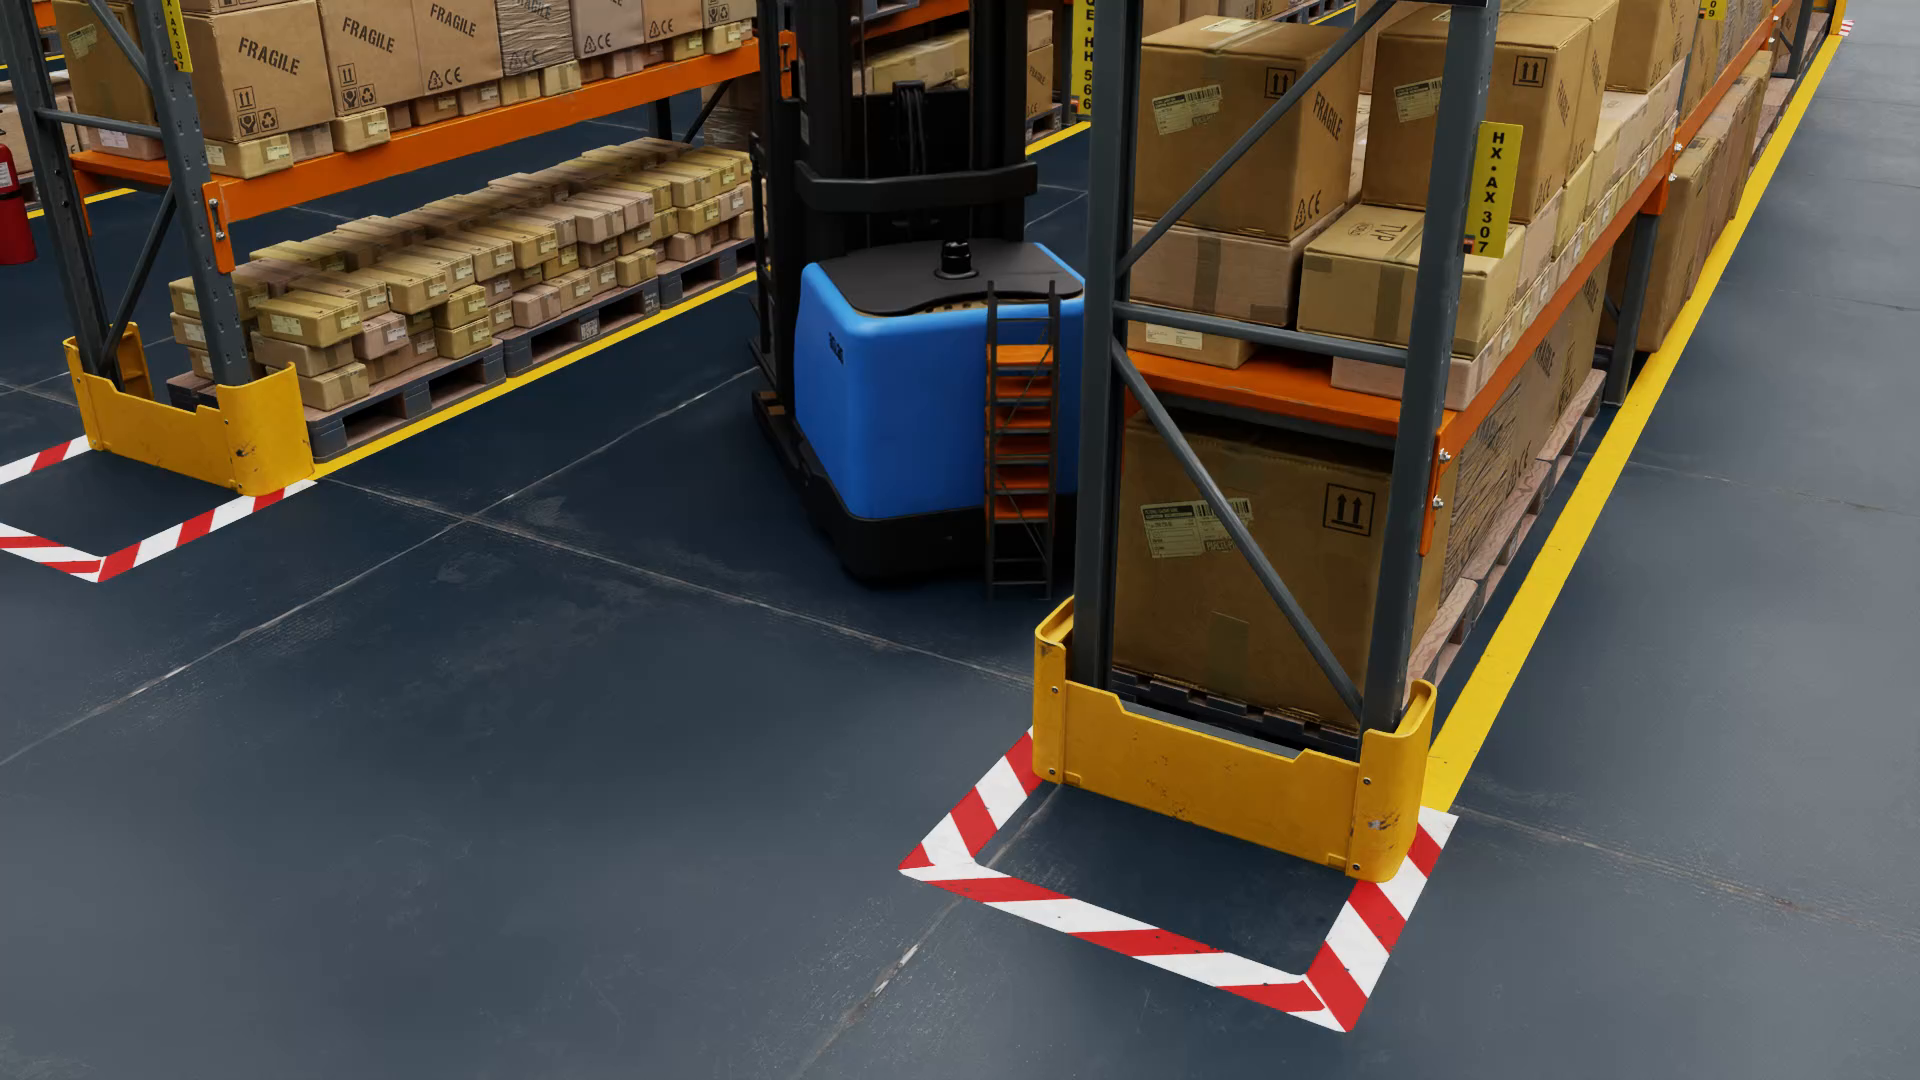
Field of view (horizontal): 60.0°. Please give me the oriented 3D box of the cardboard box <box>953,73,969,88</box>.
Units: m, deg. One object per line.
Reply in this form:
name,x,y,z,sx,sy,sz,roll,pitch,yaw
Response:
cardboard box,-0.123,-3.143,12.001,0.500,0.500,0.500,13,29,24

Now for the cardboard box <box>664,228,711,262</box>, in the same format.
cardboard box,-1.661,-1.724,9.560,0.380,0.149,0.250,13,29,24

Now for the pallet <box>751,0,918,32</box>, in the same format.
pallet,-0.987,-3.419,10.444,1.003,0.211,1.213,14,30,26

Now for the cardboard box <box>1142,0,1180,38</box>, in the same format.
cardboard box,1.283,-4.539,14.511,1.050,0.750,0.750,15,30,27

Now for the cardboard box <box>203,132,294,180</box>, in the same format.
cardboard box,-3.013,-1.622,6.920,0.380,0.149,0.250,14,30,26

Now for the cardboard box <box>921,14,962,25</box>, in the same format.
cardboard box,-0.322,-3.791,12.457,0.500,0.250,0.500,14,30,25

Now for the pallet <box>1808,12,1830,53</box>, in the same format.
pallet,8.214,-5.199,16.900,1.003,0.211,1.213,14,30,26

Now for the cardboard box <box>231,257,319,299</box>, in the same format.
cardboard box,-3.244,-1.207,7.861,0.380,0.149,0.250,15,30,27

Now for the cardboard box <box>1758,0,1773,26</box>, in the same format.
cardboard box,4.719,-3.465,10.208,0.500,0.500,0.500,15,30,28

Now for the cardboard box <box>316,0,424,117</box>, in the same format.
cardboard box,-2.755,-2.187,7.323,0.500,0.500,0.500,14,30,26

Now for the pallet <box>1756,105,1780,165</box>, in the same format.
pallet,5.733,-3.198,12.902,1.003,0.211,1.213,14,30,26

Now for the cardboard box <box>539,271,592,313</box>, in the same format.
cardboard box,-2.172,-1.333,8.778,0.380,0.149,0.250,14,30,26

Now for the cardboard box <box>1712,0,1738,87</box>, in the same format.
cardboard box,3.716,-2.668,8.617,0.500,0.500,0.500,13,30,25

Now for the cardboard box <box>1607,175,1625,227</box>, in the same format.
cardboard box,2.282,-1.304,6.284,0.380,0.149,0.250,14,30,25

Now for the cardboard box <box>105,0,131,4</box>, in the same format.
cardboard box,-3.449,-2.538,6.909,0.500,0.500,0.500,14,30,25

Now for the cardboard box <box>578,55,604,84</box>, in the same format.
cardboard box,-2.070,-2.454,8.582,0.380,0.149,0.250,14,30,25

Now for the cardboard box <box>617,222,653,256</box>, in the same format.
cardboard box,-1.924,-1.696,9.171,0.380,0.149,0.250,15,30,27

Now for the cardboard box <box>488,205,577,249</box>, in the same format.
cardboard box,-2.234,-1.625,8.697,0.380,0.149,0.250,14,30,26

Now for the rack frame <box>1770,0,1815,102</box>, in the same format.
rack frame,6.714,-5.226,13.838,1.000,3.000,0.127,14,30,26

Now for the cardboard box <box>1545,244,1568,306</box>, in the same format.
cardboard box,1.777,-0.903,5.484,0.380,0.149,0.250,14,30,25

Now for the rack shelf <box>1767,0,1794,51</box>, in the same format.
rack shelf,5.730,-4.124,12.442,1.077,0.370,4.000,14,30,26

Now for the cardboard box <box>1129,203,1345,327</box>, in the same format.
cardboard box,0.818,-0.862,4.957,0.500,0.250,0.500,14,30,25

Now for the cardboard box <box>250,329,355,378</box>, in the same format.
cardboard box,-2.976,-0.874,7.529,0.380,0.149,0.250,16,31,28

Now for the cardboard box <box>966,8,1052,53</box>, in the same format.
cardboard box,0.370,-3.879,12.634,0.500,0.250,0.500,13,30,25

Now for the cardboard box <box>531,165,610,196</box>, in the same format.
cardboard box,-2.217,-2.019,9.484,0.380,0.149,0.250,13,30,25

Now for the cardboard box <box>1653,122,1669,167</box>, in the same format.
cardboard box,2.787,-1.704,7.083,0.380,0.149,0.250,15,30,27

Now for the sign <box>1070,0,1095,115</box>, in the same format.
sign,0.345,-1.298,4.433,0.100,0.325,0.005,14,30,26

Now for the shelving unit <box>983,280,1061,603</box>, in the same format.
shelving unit,0.222,-0.345,6.098,0.258,1.200,0.189,-1,27,-3

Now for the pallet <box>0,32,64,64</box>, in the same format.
pallet,-9.206,-4.937,16.377,1.003,0.211,1.213,14,30,26

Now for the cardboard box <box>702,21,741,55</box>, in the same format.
cardboard box,-1.458,-2.840,9.353,0.380,0.149,0.250,13,30,25

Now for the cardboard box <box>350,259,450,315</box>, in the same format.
cardboard box,-2.638,-1.193,7.833,0.380,0.149,0.250,14,30,26

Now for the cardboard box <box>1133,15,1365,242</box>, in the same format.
cardboard box,0.822,-1.198,4.790,0.500,0.500,0.500,15,30,27

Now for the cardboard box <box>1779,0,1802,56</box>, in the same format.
cardboard box,7.221,-4.668,15.047,0.500,0.500,0.500,-22,34,-37

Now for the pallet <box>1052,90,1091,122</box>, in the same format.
pallet,0.931,-3.842,14.189,1.003,0.211,1.213,14,30,26

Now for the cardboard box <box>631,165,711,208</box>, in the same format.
cardboard box,-1.646,-2.016,9.476,0.380,0.149,0.250,14,30,26

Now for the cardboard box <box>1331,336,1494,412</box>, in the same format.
cardboard box,1.273,-0.502,4.683,0.380,0.149,0.250,15,30,27

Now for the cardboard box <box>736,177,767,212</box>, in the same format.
cardboard box,-1.368,-2.093,9.963,0.380,0.149,0.250,15,30,27

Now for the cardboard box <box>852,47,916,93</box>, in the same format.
cardboard box,-0.637,-3.083,11.043,0.500,0.250,0.500,15,30,27

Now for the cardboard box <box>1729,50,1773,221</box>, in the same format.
cardboard box,4.389,-2.640,10.577,1.225,0.875,0.875,13,29,24

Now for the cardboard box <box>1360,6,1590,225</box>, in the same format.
cardboard box,1.528,-1.273,4.939,0.500,0.500,0.500,13,30,25

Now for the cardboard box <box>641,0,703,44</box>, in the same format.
cardboard box,-1.738,-2.964,8.877,0.500,0.500,0.500,13,30,25

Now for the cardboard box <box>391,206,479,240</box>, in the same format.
cardboard box,-2.735,-1.618,8.682,0.380,0.149,0.250,13,29,24

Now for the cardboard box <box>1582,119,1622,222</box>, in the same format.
cardboard box,2.034,-1.346,5.923,0.500,0.250,0.500,14,30,25

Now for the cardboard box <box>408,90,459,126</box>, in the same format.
cardboard box,-2.582,-2.055,7.785,0.380,0.149,0.250,14,30,26

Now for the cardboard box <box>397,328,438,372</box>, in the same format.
cardboard box,-2.748,-0.946,8.004,0.380,0.149,0.250,15,30,27

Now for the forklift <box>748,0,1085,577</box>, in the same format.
forklift,-0.345,-1.810,7.091,1.130,2.935,3.031,-8,28,-15

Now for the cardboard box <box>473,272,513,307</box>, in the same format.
cardboard box,-2.481,-1.284,8.347,0.380,0.149,0.250,13,29,24

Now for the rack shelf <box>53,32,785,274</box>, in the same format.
rack shelf,-2.474,-2.138,8.474,1.077,0.370,4.000,14,30,26

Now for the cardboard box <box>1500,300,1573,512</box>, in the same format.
cardboard box,1.942,-0.755,6.812,0.875,0.875,0.875,14,30,26

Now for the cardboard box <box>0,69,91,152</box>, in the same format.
cardboard box,-6.252,-3.111,12.007,0.875,0.438,0.875,14,30,25

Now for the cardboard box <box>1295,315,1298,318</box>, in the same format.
cardboard box,0.951,-0.848,5.373,0.380,0.149,0.250,14,30,26

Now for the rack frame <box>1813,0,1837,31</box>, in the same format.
rack frame,8.682,-6.784,16.952,1.000,3.000,0.127,14,30,26

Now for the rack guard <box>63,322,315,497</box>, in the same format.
rack guard,-3.420,-0.592,7.375,1.175,0.500,0.348,14,30,26

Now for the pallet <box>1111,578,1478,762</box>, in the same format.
pallet,1.136,0.369,5.777,1.003,0.211,1.213,14,30,26

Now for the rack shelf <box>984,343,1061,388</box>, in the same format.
rack shelf,0.222,-0.627,5.957,0.258,0.103,0.180,-1,27,-3

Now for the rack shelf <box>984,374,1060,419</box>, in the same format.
rack shelf,0.222,-0.520,6.010,0.258,0.103,0.180,-1,27,-3
